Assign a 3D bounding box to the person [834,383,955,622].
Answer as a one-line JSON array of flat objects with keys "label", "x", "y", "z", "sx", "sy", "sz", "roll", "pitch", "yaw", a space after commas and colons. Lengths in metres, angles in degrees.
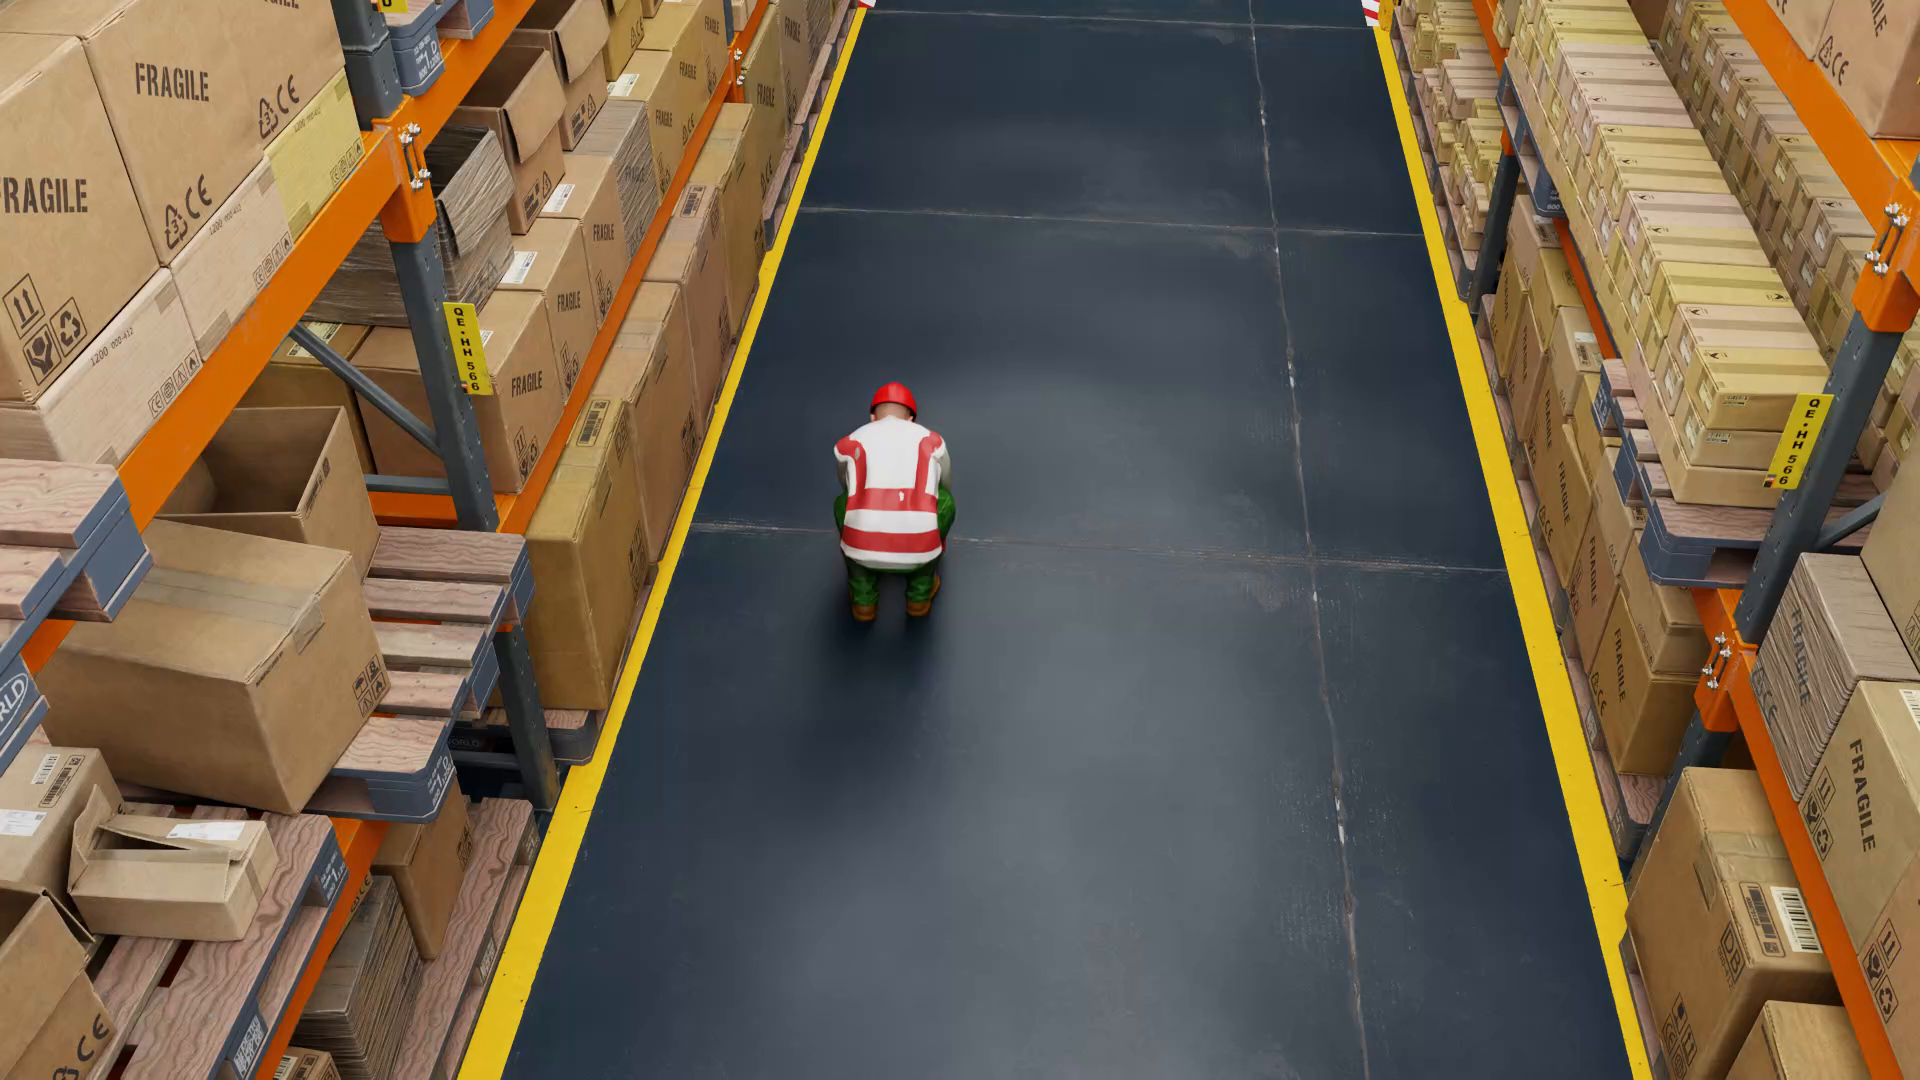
[{"label": "person", "x": -0.278, "y": -0.113, "z": 7.106, "sx": 0.522, "sy": 0.809, "sz": 0.947, "roll": 2, "pitch": 40, "yaw": 3}]
